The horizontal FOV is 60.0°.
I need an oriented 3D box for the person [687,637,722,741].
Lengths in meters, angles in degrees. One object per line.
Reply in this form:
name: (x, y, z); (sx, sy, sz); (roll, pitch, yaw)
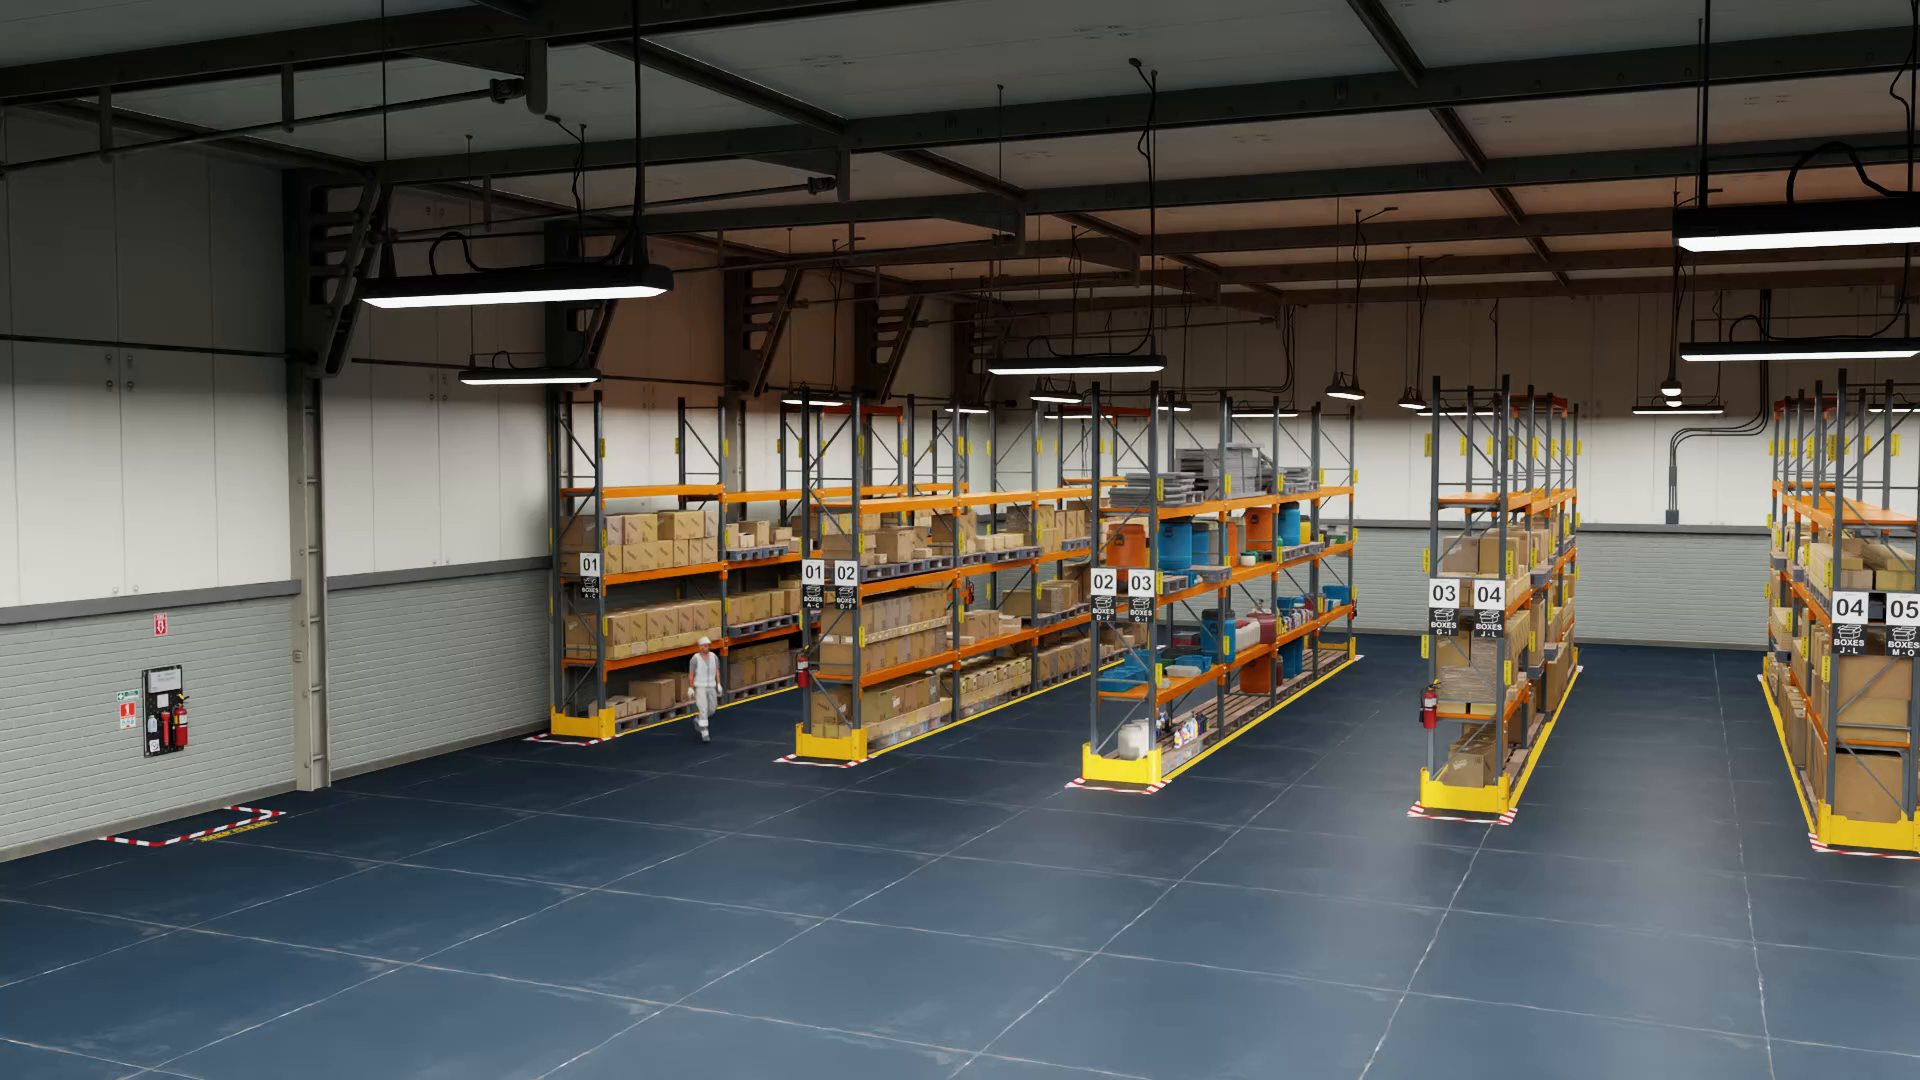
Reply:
person: (-4.396, 2.537, 28.585); (0.612, 1.764, 0.910); (-2, 4, -34)

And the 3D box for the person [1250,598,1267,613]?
person: (6.922, 2.101, 38.100); (0.649, 1.603, 0.696); (2, 4, 36)
